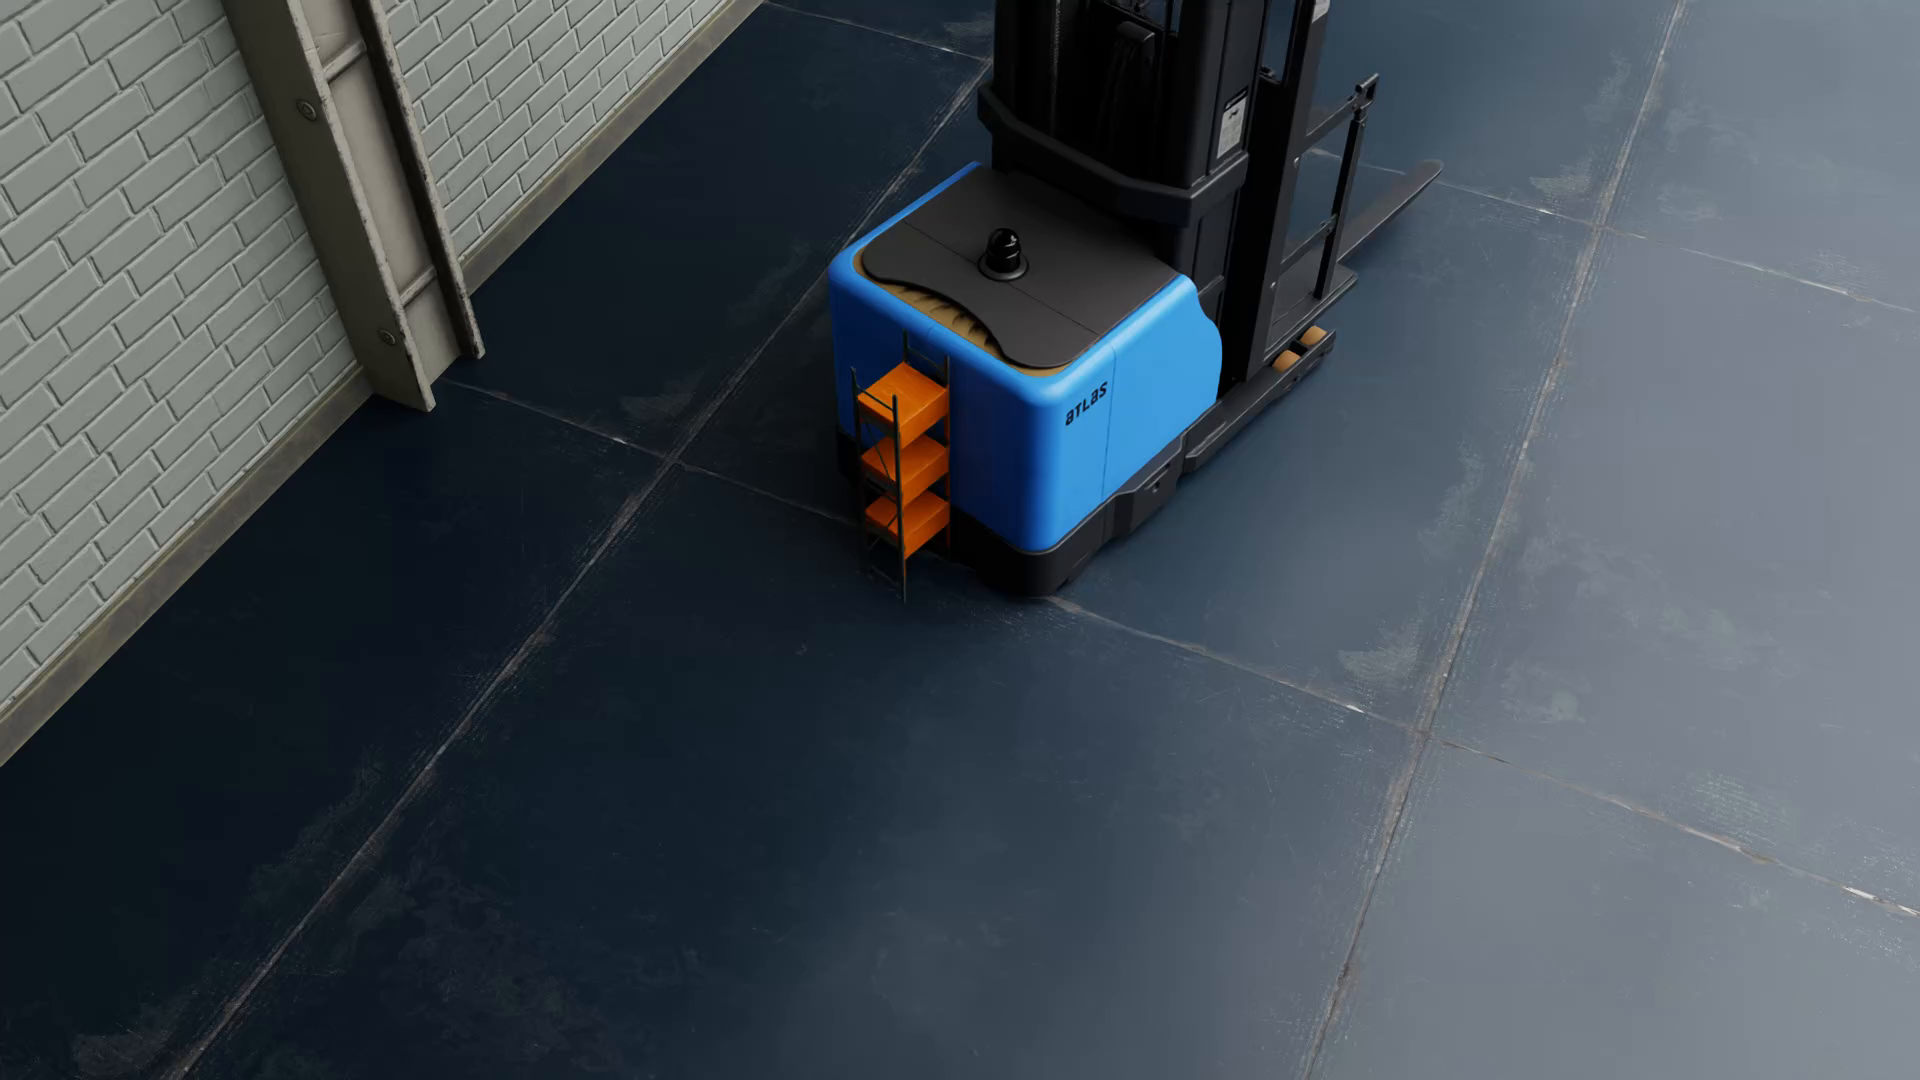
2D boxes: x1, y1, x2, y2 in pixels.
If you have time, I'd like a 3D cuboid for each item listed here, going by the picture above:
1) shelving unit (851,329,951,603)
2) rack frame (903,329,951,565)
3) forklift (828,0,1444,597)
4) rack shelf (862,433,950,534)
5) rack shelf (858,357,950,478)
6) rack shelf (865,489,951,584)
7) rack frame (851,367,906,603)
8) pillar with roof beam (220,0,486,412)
[{"bbox_3d":[-0.193,-0.232,5.758,0.215,1.050,0.252,34,58,26],"label":"shelving unit"},{"bbox_3d":[-0.111,-0.301,5.817,0.200,1.050,0.008,34,58,26],"label":"rack frame"},{"bbox_3d":[0.889,-1.788,5.847,1.130,2.935,3.031,34,58,26],"label":"forklift"},{"bbox_3d":[-0.193,-0.225,5.766,0.215,0.259,0.240,34,58,26],"label":"rack shelf"},{"bbox_3d":[-0.193,-0.409,5.550,0.215,0.259,0.240,34,58,26],"label":"rack shelf"},{"bbox_3d":[-0.193,-0.045,5.977,0.215,0.259,0.240,34,58,26],"label":"rack shelf"},{"bbox_3d":[-0.274,-0.162,5.699,0.200,1.050,0.008,34,58,26],"label":"rack frame"},{"bbox_3d":[1.700,-2.214,2.225,9.100,9.000,0.400,20,52,16],"label":"pillar with roof beam"}]
